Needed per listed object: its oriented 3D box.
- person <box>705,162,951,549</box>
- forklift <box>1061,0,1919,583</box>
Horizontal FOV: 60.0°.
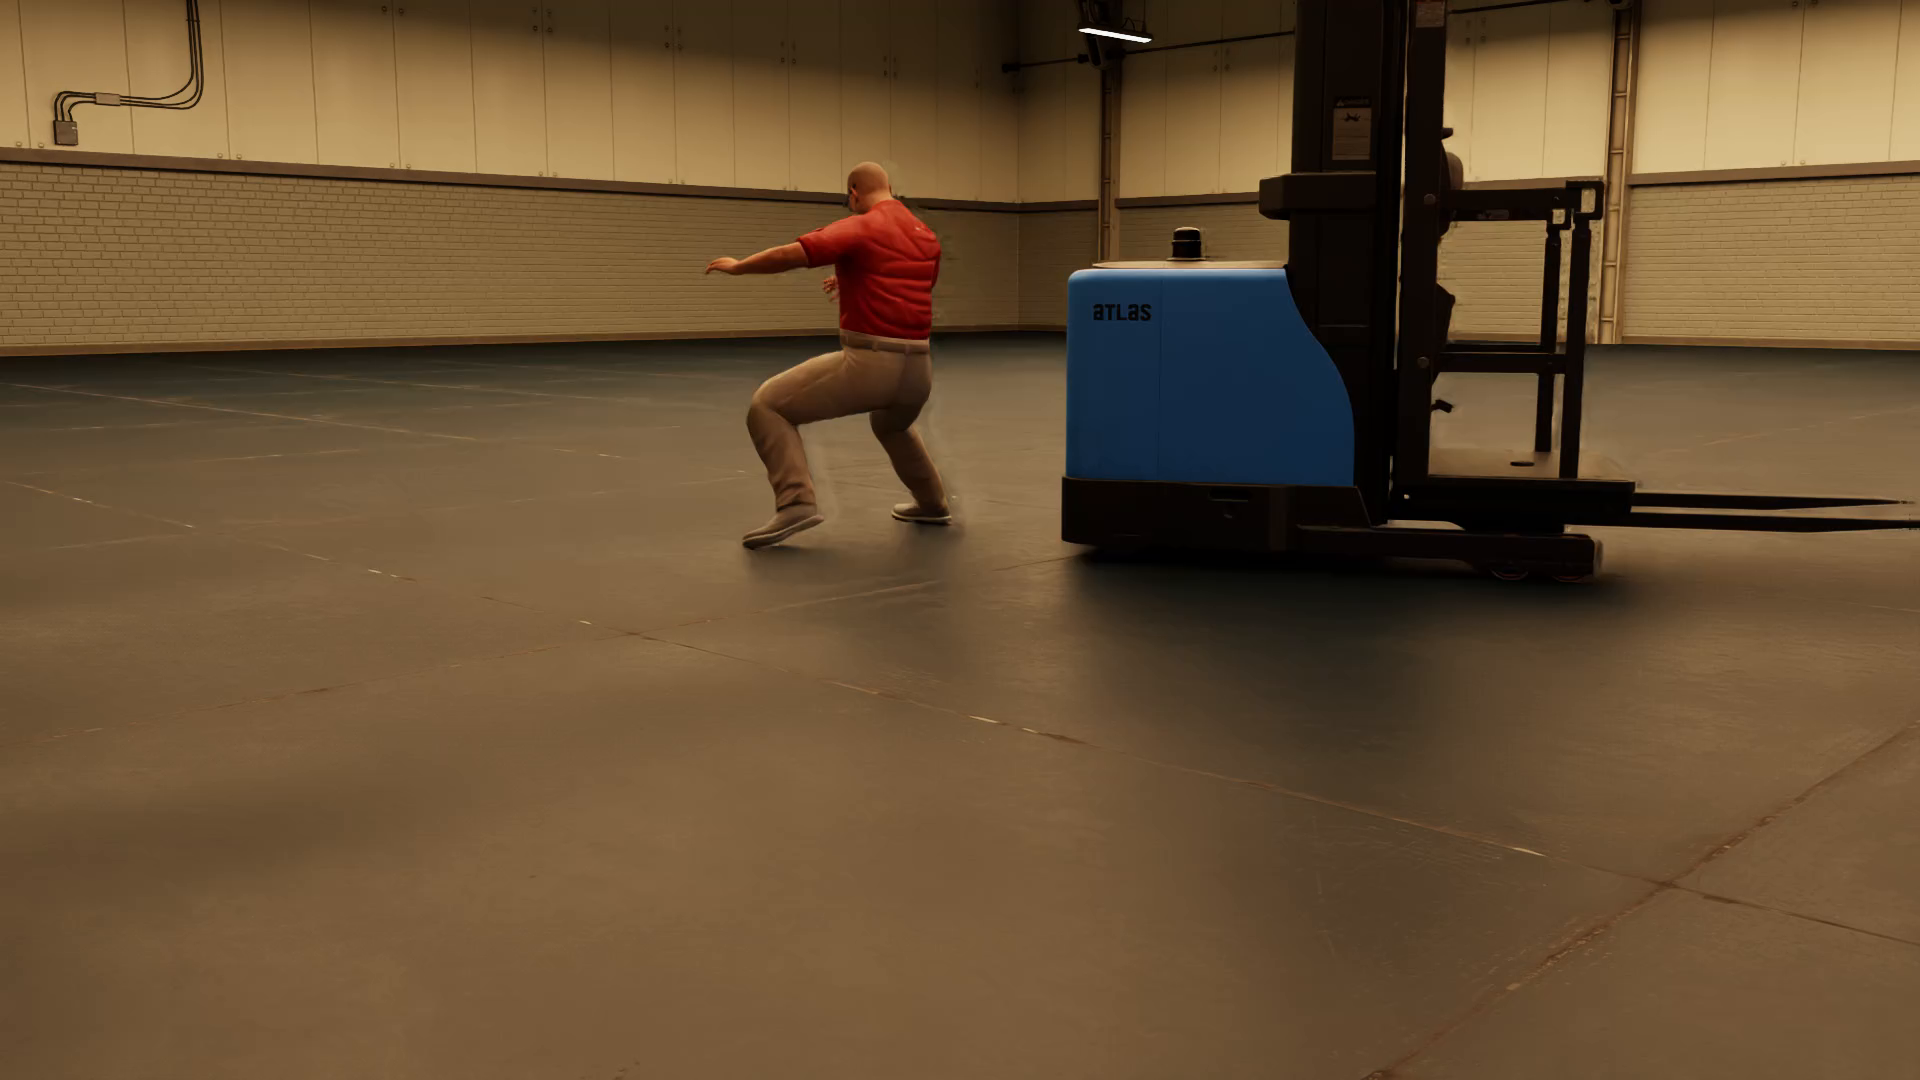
[{"bbox_3d":[-0.452,-0.758,6.714,1.135,1.498,0.700,-8,11,-42],"label":"person"},{"bbox_3d":[1.956,-1.388,6.088,3.031,2.935,1.130,2,9,14],"label":"forklift"}]
